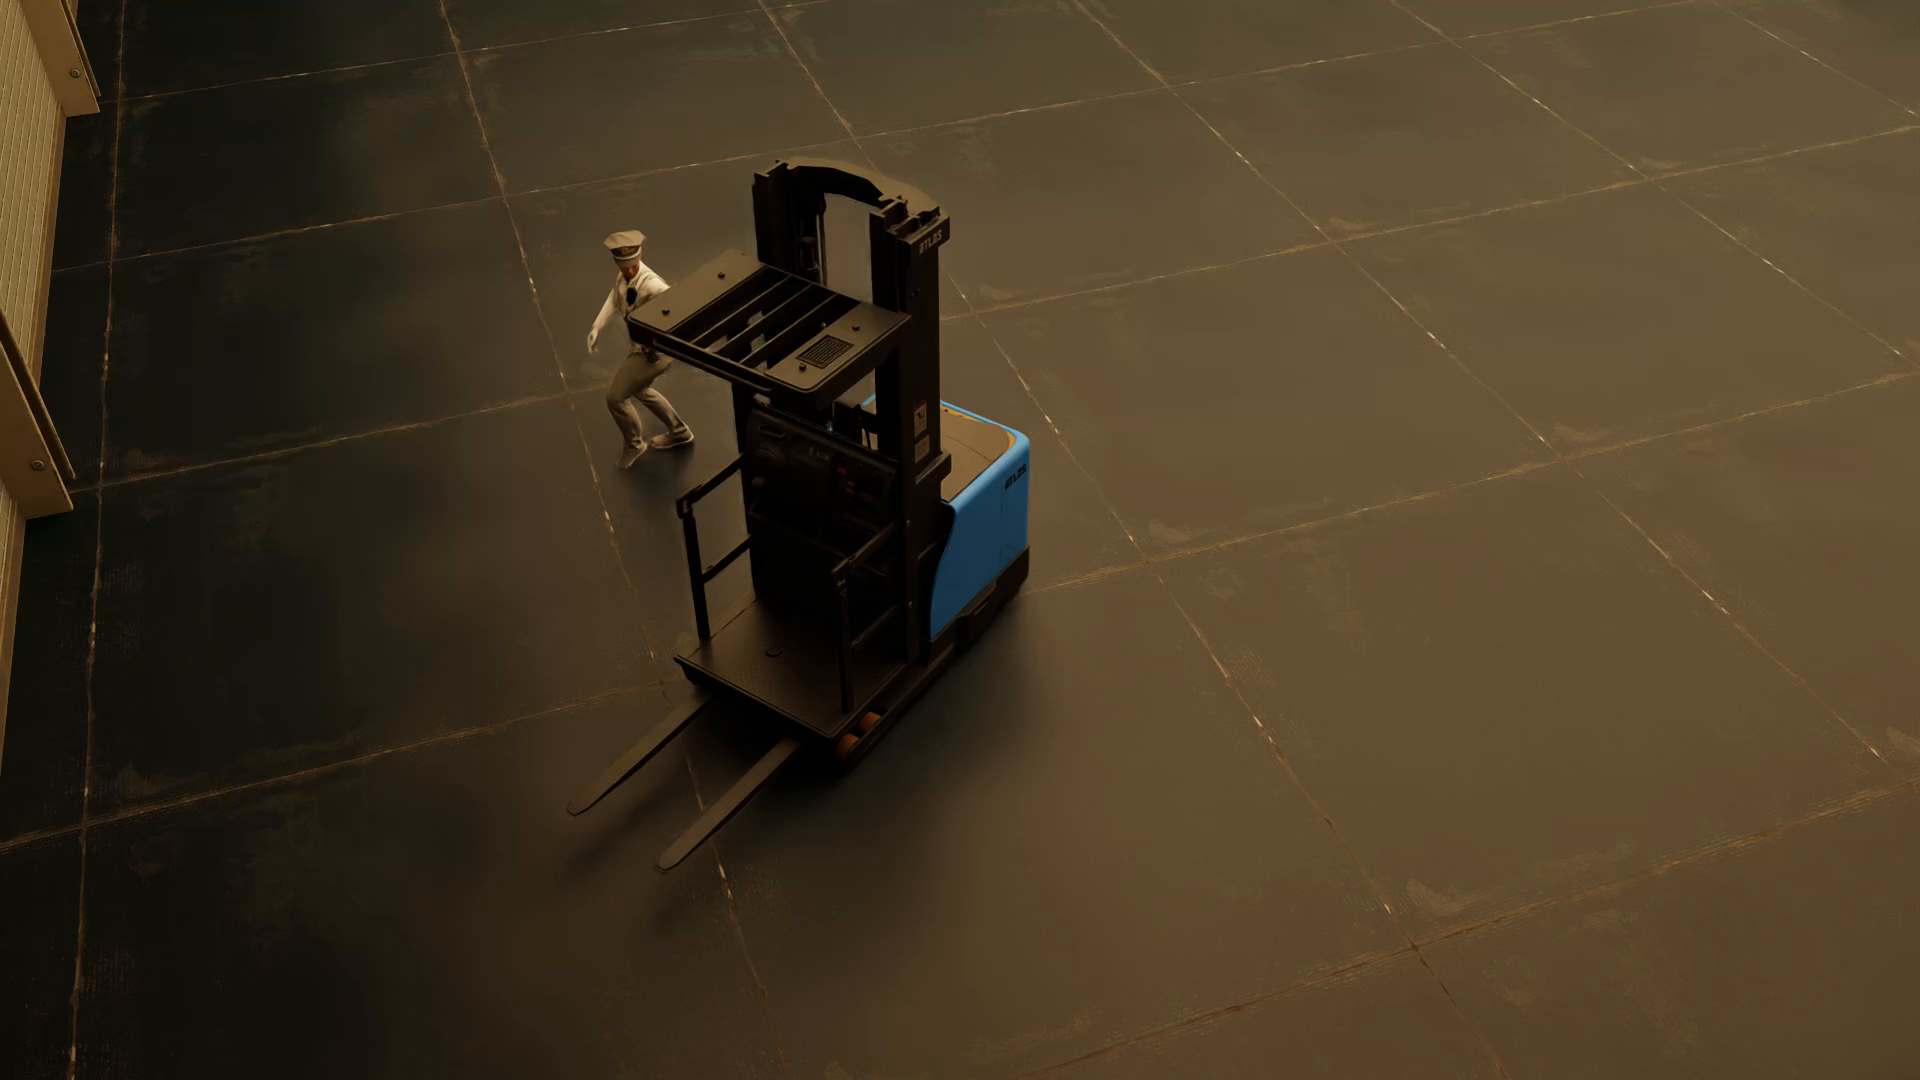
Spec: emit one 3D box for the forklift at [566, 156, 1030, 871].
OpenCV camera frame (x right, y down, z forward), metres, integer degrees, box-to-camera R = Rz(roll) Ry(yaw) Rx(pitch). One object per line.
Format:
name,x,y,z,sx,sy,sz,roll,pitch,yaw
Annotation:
forklift,-0.839,-0.279,8.329,1.130,2.935,3.031,24,46,26

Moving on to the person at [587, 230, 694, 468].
person,-1.967,-1.179,10.482,0.734,1.666,0.577,-8,41,-10
